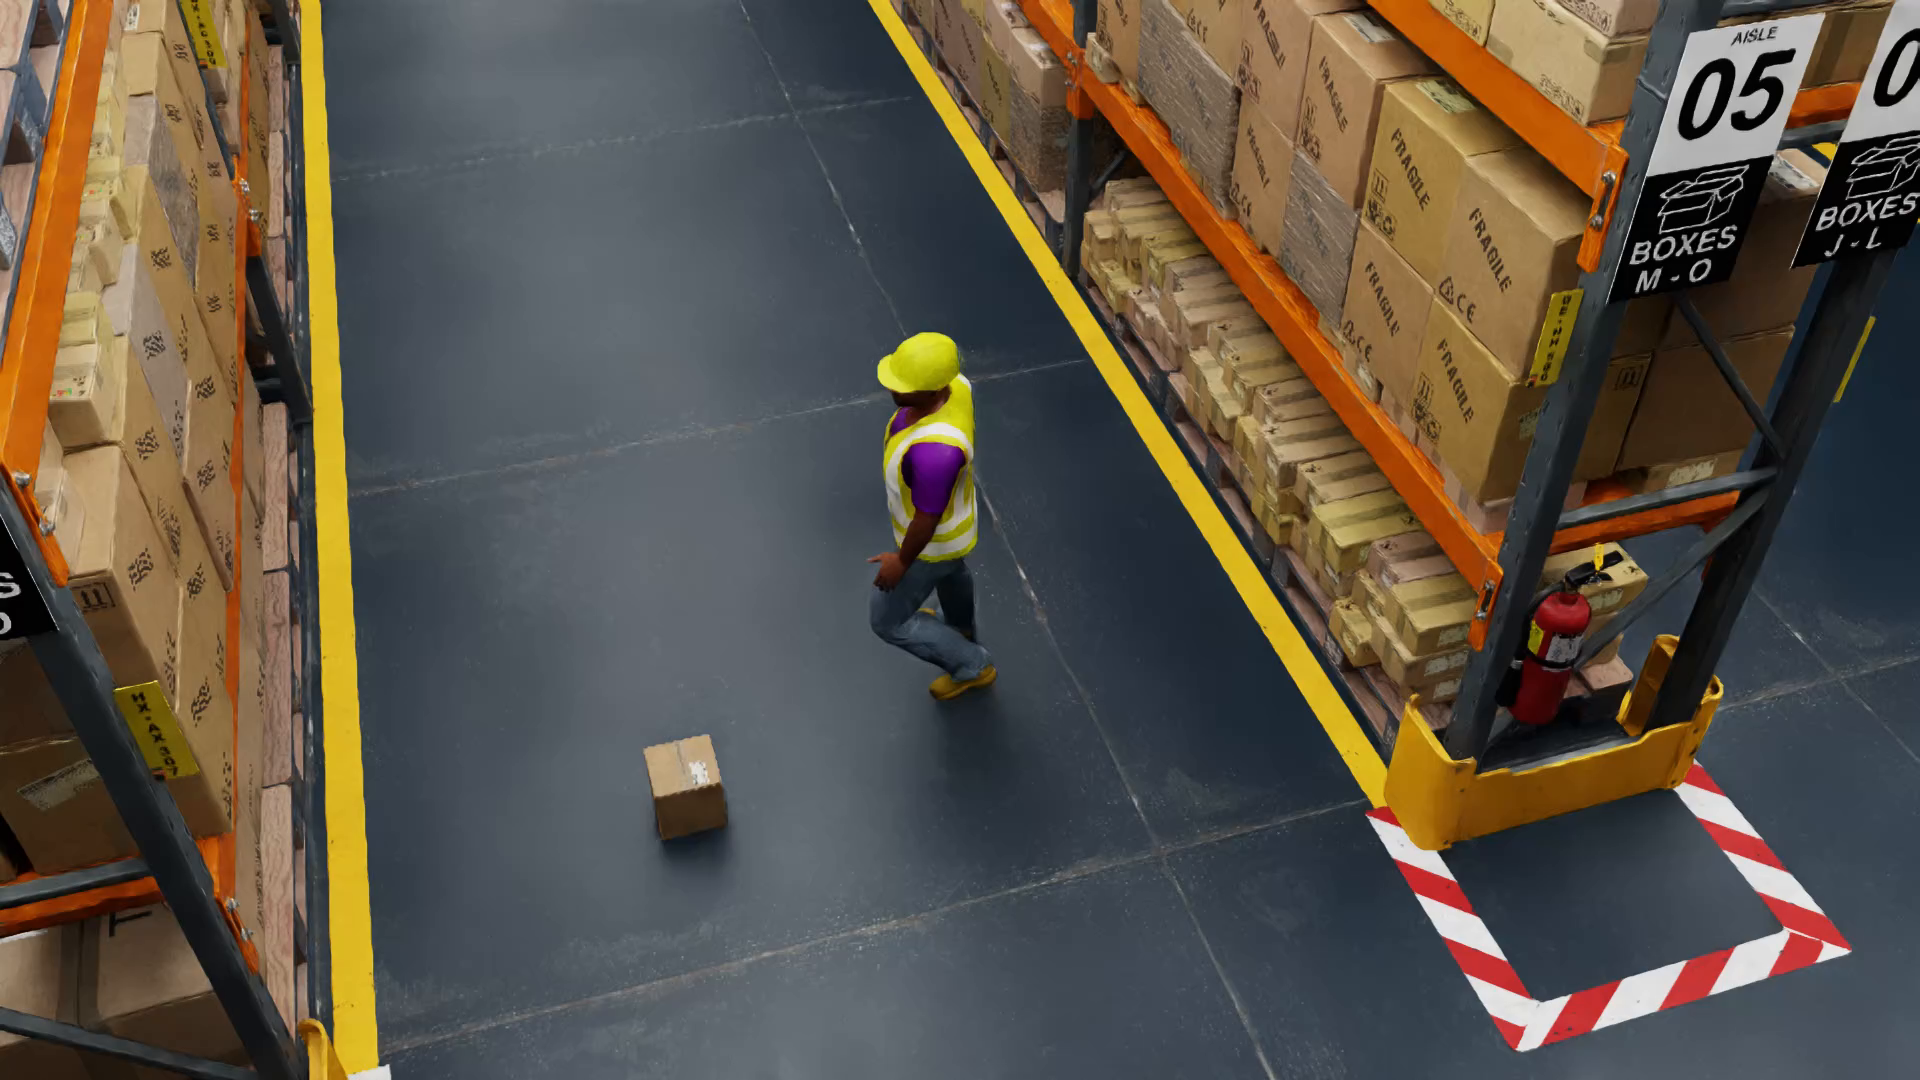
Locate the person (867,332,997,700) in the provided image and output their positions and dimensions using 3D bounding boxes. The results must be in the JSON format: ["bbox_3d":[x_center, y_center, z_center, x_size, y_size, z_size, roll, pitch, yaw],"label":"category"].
[{"bbox_3d":[-0.099,-0.101,6.249,0.488,1.738,0.691,0,42,0],"label":"person"}]
